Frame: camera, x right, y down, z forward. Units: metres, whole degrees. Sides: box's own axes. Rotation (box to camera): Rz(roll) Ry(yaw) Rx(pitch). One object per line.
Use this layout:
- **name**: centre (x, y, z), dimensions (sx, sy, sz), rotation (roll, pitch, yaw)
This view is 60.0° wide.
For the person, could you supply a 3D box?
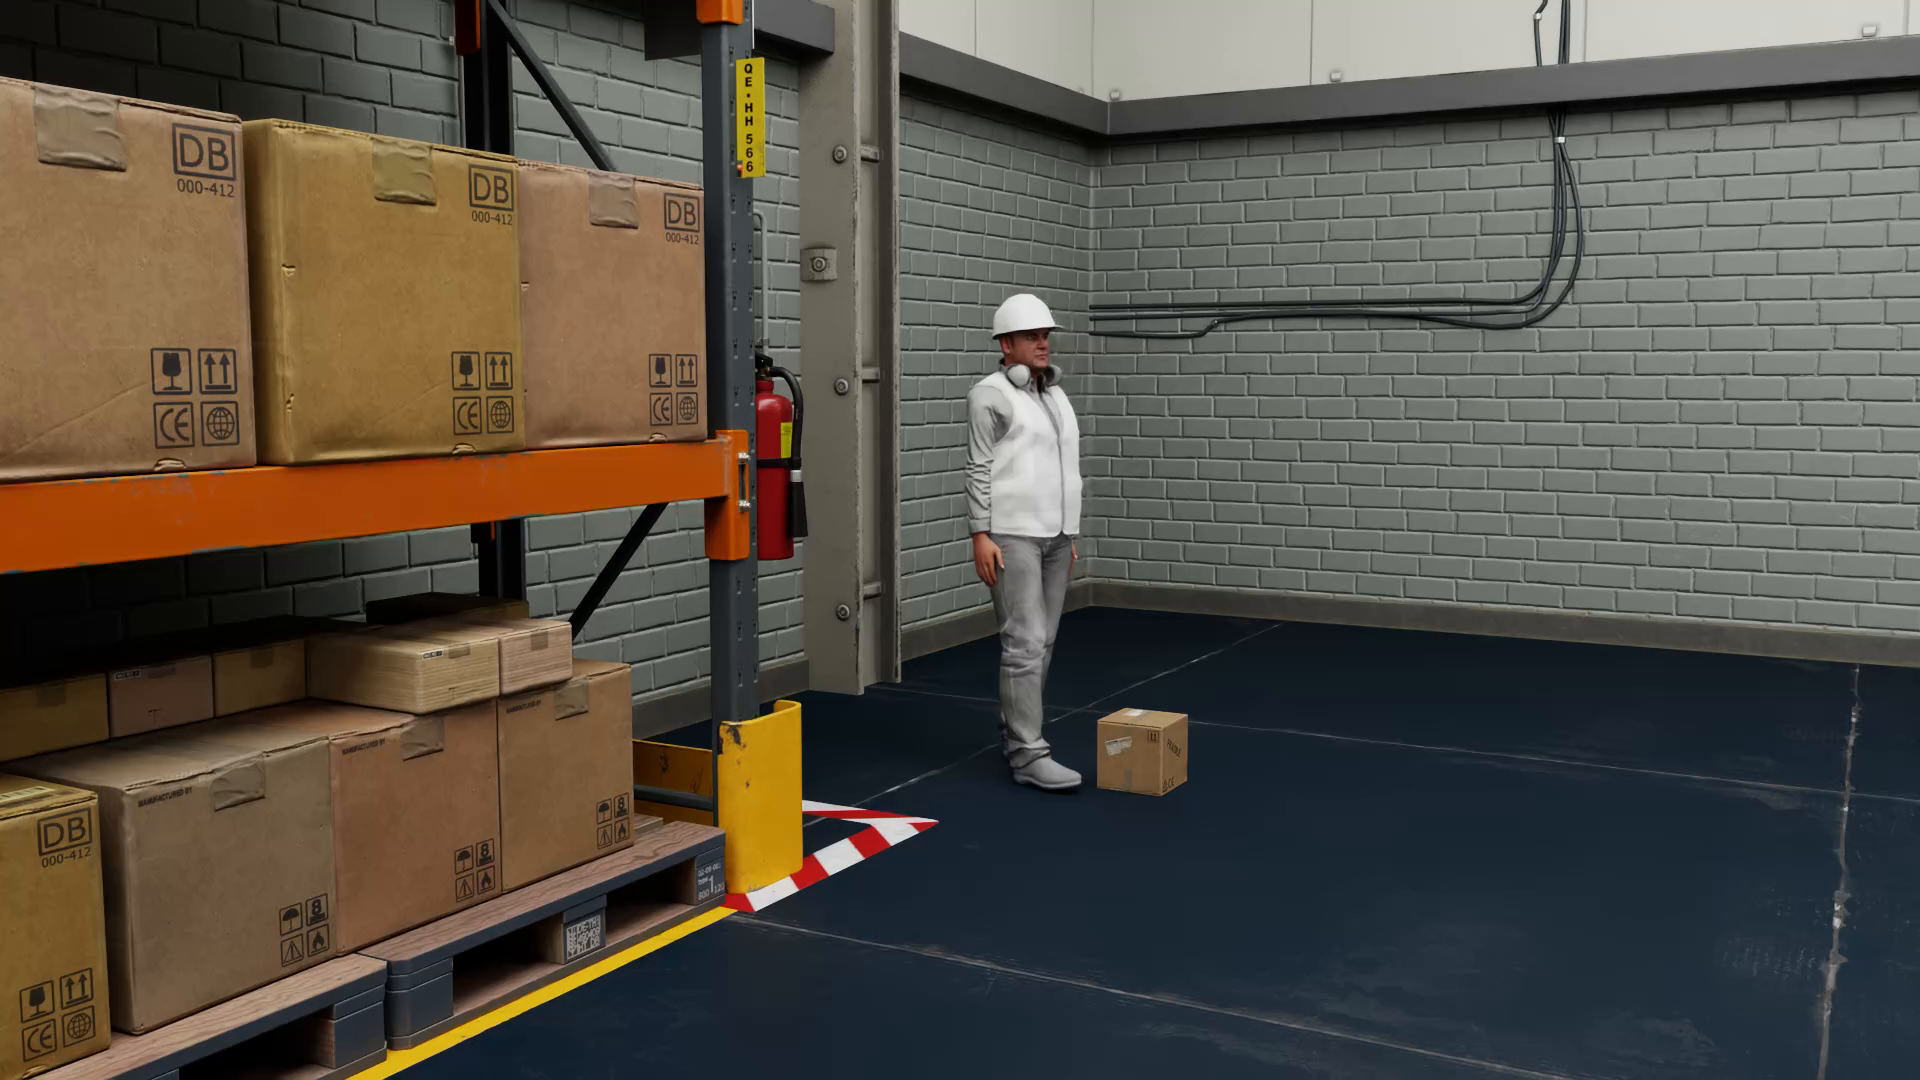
- **person**: centre (0.314, -0.015, 6.112), dimensions (0.600, 1.769, 0.546), rotation (5, 8, 42)
